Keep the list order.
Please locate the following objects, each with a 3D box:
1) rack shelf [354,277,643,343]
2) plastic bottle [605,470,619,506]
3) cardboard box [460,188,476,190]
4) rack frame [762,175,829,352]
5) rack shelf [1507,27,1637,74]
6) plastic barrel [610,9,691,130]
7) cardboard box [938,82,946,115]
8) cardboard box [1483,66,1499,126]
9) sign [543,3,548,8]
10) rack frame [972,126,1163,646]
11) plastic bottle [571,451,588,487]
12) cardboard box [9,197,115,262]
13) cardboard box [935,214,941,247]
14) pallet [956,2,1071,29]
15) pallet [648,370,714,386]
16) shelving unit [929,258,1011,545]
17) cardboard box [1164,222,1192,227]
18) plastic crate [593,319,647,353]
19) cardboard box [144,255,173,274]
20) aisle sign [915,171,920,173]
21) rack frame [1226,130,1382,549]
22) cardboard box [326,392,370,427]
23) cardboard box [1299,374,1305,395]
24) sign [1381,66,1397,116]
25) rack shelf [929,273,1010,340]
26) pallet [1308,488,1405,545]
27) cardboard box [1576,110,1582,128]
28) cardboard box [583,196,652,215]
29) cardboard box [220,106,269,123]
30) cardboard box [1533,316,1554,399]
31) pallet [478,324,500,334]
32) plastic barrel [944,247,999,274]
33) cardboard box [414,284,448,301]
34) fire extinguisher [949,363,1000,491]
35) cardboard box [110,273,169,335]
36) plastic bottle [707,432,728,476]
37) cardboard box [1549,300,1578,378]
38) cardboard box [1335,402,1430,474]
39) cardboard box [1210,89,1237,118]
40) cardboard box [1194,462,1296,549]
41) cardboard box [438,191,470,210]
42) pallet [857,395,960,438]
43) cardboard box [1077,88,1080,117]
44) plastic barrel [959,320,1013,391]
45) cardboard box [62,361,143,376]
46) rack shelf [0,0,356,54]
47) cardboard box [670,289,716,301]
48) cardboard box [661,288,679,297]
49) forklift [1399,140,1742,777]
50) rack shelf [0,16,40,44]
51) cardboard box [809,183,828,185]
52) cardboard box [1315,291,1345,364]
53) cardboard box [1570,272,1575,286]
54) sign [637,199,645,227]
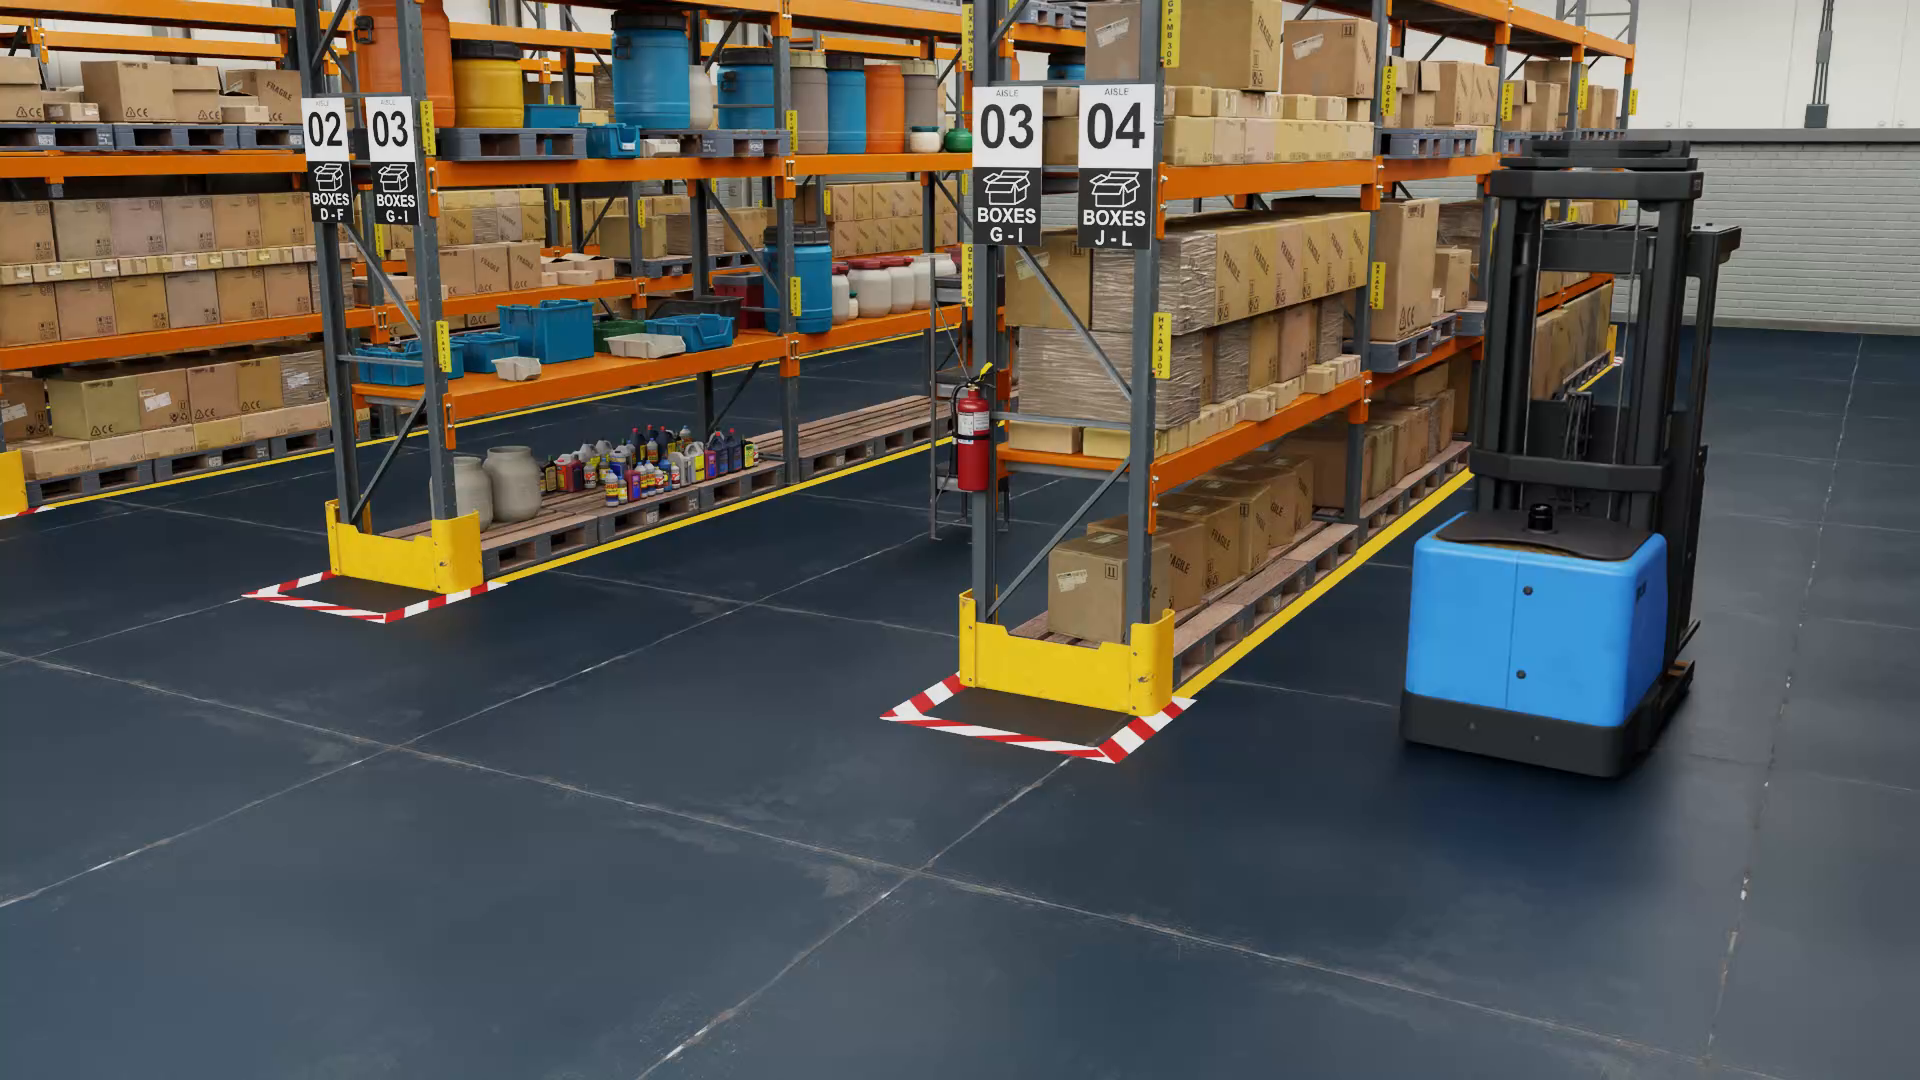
[{"bbox_3d":[-5.239,-2.618,18.529,1.077,0.370,4.000,7,15,28],"label":"rack shelf"},{"bbox_3d":[-2.655,-0.399,12.673,0.097,0.271,0.097,0,14,0],"label":"plastic bottle"},{"bbox_3d":[-7.374,-5.154,25.022,0.500,0.250,0.500,8,15,29],"label":"cardboard box"},{"bbox_3d":[-2.338,-4.199,23.551,1.000,3.000,0.127,7,15,28],"label":"rack frame"},{"bbox_3d":[7.299,-5.859,20.022,1.077,0.370,4.000,7,15,28],"label":"rack shelf"},{"bbox_3d":[-2.446,-3.710,13.156,0.600,0.901,0.708,7,15,28],"label":"plastic barrel"},{"bbox_3d":[-0.638,-6.905,26.030,0.700,0.500,0.500,7,15,28],"label":"cardboard box"},{"bbox_3d":[4.387,-3.879,14.543,0.500,0.500,0.500,8,16,30],"label":"cardboard box"},{"bbox_3d":[-6.195,-8.110,24.809,0.100,0.325,0.005,7,15,28],"label":"sign"},{"bbox_3d":[0.531,-0.614,8.680,1.000,3.000,0.127,7,15,28],"label":"rack frame"},{"bbox_3d":[-3.088,-0.568,13.364,0.152,0.276,0.135,7,15,26],"label":"plastic bottle"},{"bbox_3d":[-7.627,-2.630,14.062,0.700,0.500,0.500,7,15,27],"label":"cardboard box"},{"bbox_3d":[-0.630,-4.839,25.991,0.500,0.500,0.500,8,15,29],"label":"cardboard box"},{"bbox_3d":[0.438,-5.591,17.781,1.213,0.211,1.003,7,15,28],"label":"pallet"},{"bbox_3d":[-3.878,-2.172,21.091,1.003,0.211,1.213,7,15,28],"label":"pallet"},{"bbox_3d":[0.080,-1.055,12.428,0.431,2.100,0.503,7,15,28],"label":"shelving unit"},{"bbox_3d":[1.061,-1.640,9.953,0.500,0.500,0.500,7,15,28],"label":"cardboard box"},{"bbox_3d":[-2.774,-1.646,13.414,0.450,0.188,0.662,7,15,28],"label":"plastic crate"},{"bbox_3d":[-7.140,-2.422,14.581,0.380,0.149,0.250,7,15,27],"label":"cardboard box"},{"bbox_3d":[-0.628,-6.331,26.846,0.394,0.787,0.004,7,15,28],"label":"aisle sign"},{"bbox_3d":[2.465,-1.435,12.084,1.000,3.000,0.127,7,15,28],"label":"rack frame"},{"bbox_3d":[-6.238,-1.305,16.519,0.500,0.250,0.500,7,15,28],"label":"cardboard box"},{"bbox_3d":[2.056,-1.040,10.984,0.380,0.149,0.250,7,15,28],"label":"cardboard box"},{"bbox_3d":[2.943,-3.084,11.424,0.100,0.325,0.005,7,15,28],"label":"sign"},{"bbox_3d":[0.080,-1.722,12.267,0.431,0.518,0.480,7,15,28],"label":"rack shelf"},{"bbox_3d":[2.840,-0.239,13.074,1.003,0.211,1.213,7,15,28],"label":"pallet"},{"bbox_3d":[6.922,-5.113,19.618,0.700,0.500,0.500,8,16,31],"label":"cardboard box"},{"bbox_3d":[-5.699,-5.314,27.537,0.980,0.700,0.700,7,15,25],"label":"cardboard box"},{"bbox_3d":[-6.549,-3.888,15.200,0.380,0.149,0.250,7,15,28],"label":"cardboard box"},{"bbox_3d":[5.609,-1.930,17.777,1.225,0.875,0.875,7,15,26],"label":"cardboard box"},{"bbox_3d":[-6.983,-3.237,25.511,1.003,0.211,1.213,7,15,28],"label":"pallet"},{"bbox_3d":[0.103,-2.753,17.263,0.600,0.536,0.708,7,15,28],"label":"plastic barrel"},{"bbox_3d":[-5.598,-2.594,17.430,0.380,0.149,0.250,7,15,28],"label":"cardboard box"},{"bbox_3d":[0.072,-0.605,8.808,0.296,0.674,0.183,7,15,28],"label":"fire extinguisher"},{"bbox_3d":[-7.407,-2.090,14.587,0.700,0.500,0.500,7,15,28],"label":"cardboard box"},{"bbox_3d":[-2.023,-0.718,13.824,0.144,0.351,0.185,7,15,25],"label":"plastic bottle"},{"bbox_3d":[6.721,-2.374,19.616,0.875,0.875,0.875,7,15,28],"label":"cardboard box"},{"bbox_3d":[3.567,-0.882,14.186,0.700,0.500,0.500,9,16,33],"label":"cardboard box"},{"bbox_3d":[1.285,-2.379,9.071,0.380,0.149,0.250,8,16,30],"label":"cardboard box"},{"bbox_3d":[1.966,-0.228,11.515,0.500,0.500,0.500,-12,18,-41],"label":"cardboard box"},{"bbox_3d":[-7.426,-4.889,23.923,0.500,0.250,0.500,7,15,27],"label":"cardboard box"},{"bbox_3d":[-0.346,-1.306,17.502,1.003,0.211,1.213,7,15,28],"label":"pallet"},{"bbox_3d":[0.621,-2.326,8.849,0.380,0.149,0.250,7,15,26],"label":"cardboard box"},{"bbox_3d":[0.284,-2.068,18.445,0.600,0.830,0.708,7,15,28],"label":"plastic barrel"},{"bbox_3d":[-7.670,-1.320,14.978,0.500,0.500,0.500,7,15,28],"label":"cardboard box"},{"bbox_3d":[-7.172,-4.520,14.469,1.077,0.370,4.000,7,15,28],"label":"rack shelf"},{"bbox_3d":[-3.511,-3.183,22.129,0.500,0.250,0.500,7,15,27],"label":"cardboard box"},{"bbox_3d":[-5.235,-4.312,28.455,0.700,0.500,0.500,7,15,28],"label":"cardboard box"},{"bbox_3d":[3.384,-0.615,8.830,1.130,2.935,3.031,8,16,31],"label":"forklift"},{"bbox_3d":[-11.510,-5.273,16.747,1.077,0.370,4.000,7,15,28],"label":"rack shelf"},{"bbox_3d":[-2.075,-4.972,24.411,0.500,0.500,0.500,7,15,27],"label":"cardboard box"},{"bbox_3d":[2.193,-1.543,11.684,0.875,0.500,0.500,7,15,28],"label":"cardboard box"},{"bbox_3d":[6.893,-3.031,19.241,0.380,0.149,0.250,7,15,26],"label":"cardboard box"},{"bbox_3d":[-3.784,-3.879,19.753,0.100,0.325,0.005,7,15,28],"label":"sign"}]
